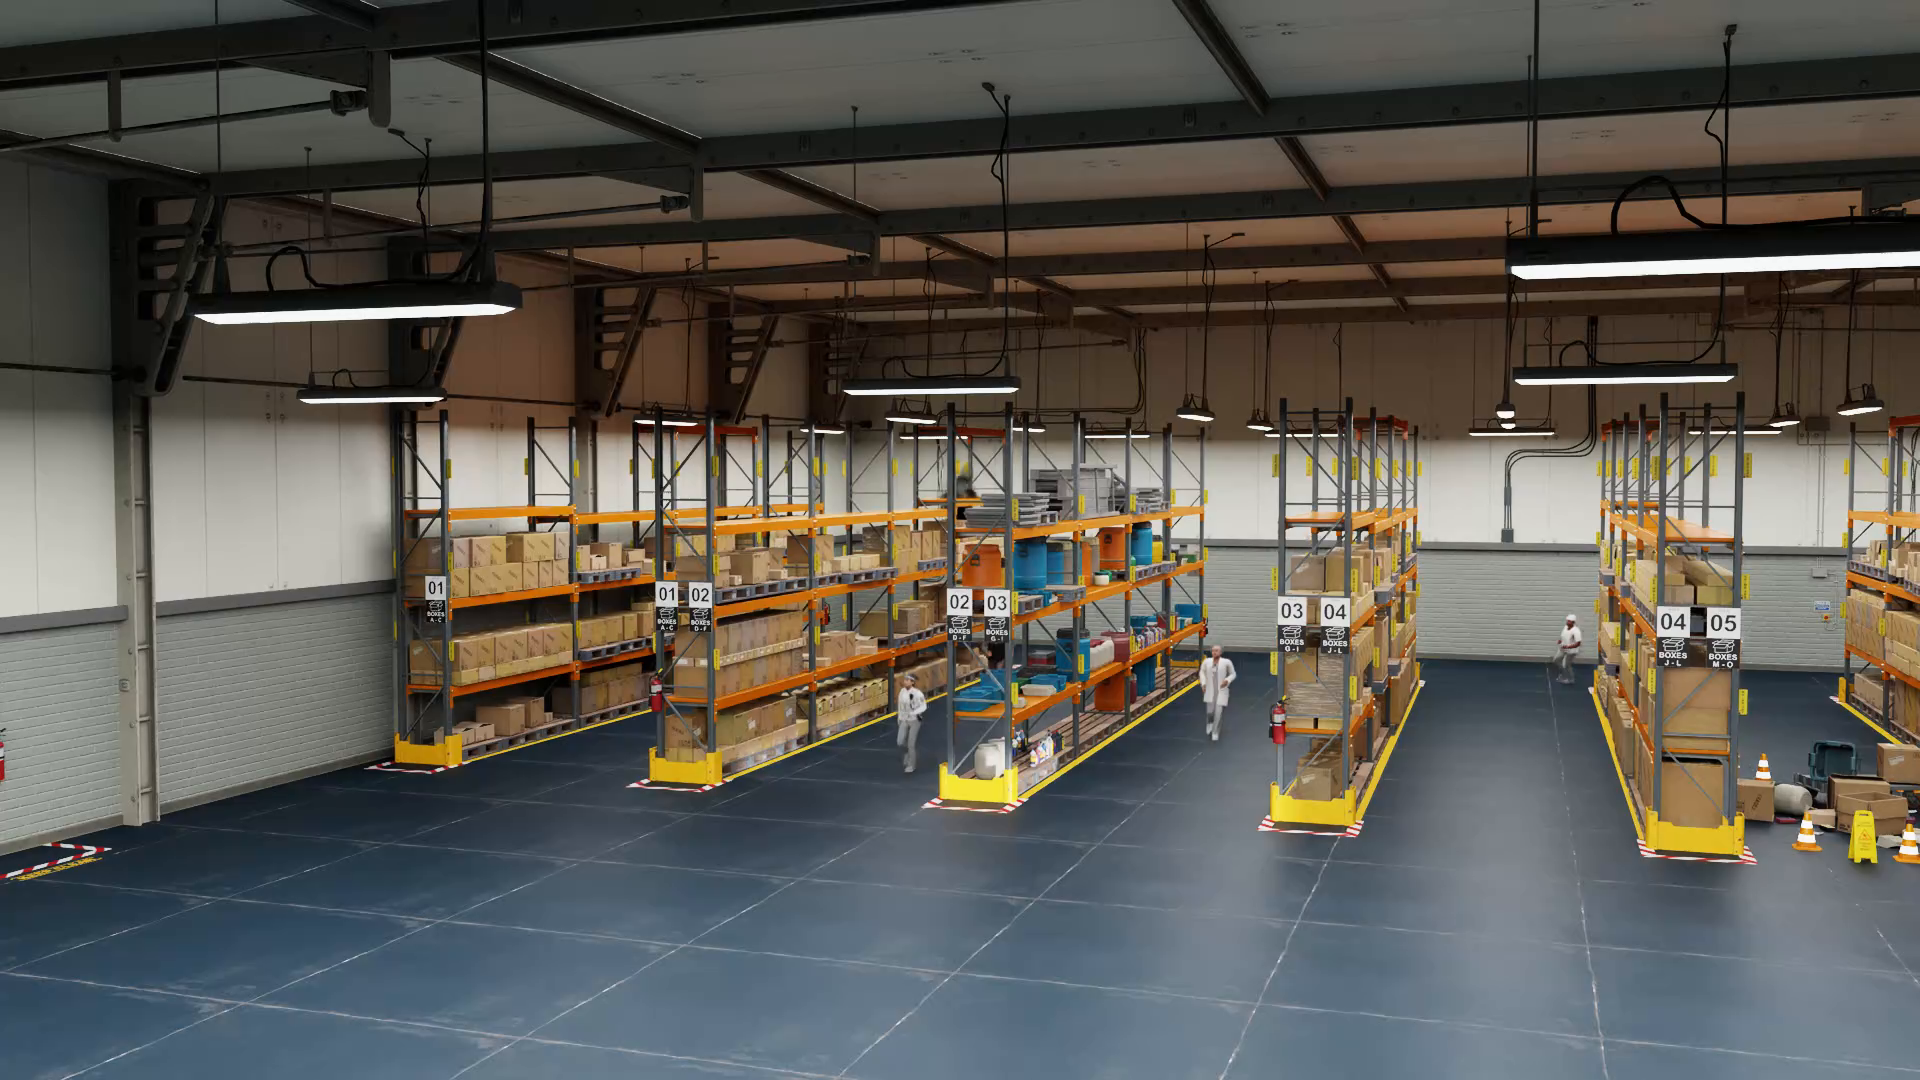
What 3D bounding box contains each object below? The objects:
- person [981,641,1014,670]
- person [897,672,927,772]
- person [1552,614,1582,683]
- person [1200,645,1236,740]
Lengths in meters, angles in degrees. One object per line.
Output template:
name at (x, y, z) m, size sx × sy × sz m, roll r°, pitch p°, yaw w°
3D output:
person at (0.799, 2.613, 35.824) m, size 0.681 × 1.717 × 0.992 m, roll 0°, pitch 2°, yaw 11°
person at (-0.838, 2.997, 27.411) m, size 0.602 × 1.665 × 0.555 m, roll 1°, pitch 3°, yaw 28°
person at (14.035, 2.516, 38.378) m, size 0.606 × 1.639 × 0.861 m, roll 0°, pitch 2°, yaw -9°
person at (4.749, 2.817, 30.723) m, size 0.698 × 1.747 × 0.668 m, roll 1°, pitch 3°, yaw 18°
